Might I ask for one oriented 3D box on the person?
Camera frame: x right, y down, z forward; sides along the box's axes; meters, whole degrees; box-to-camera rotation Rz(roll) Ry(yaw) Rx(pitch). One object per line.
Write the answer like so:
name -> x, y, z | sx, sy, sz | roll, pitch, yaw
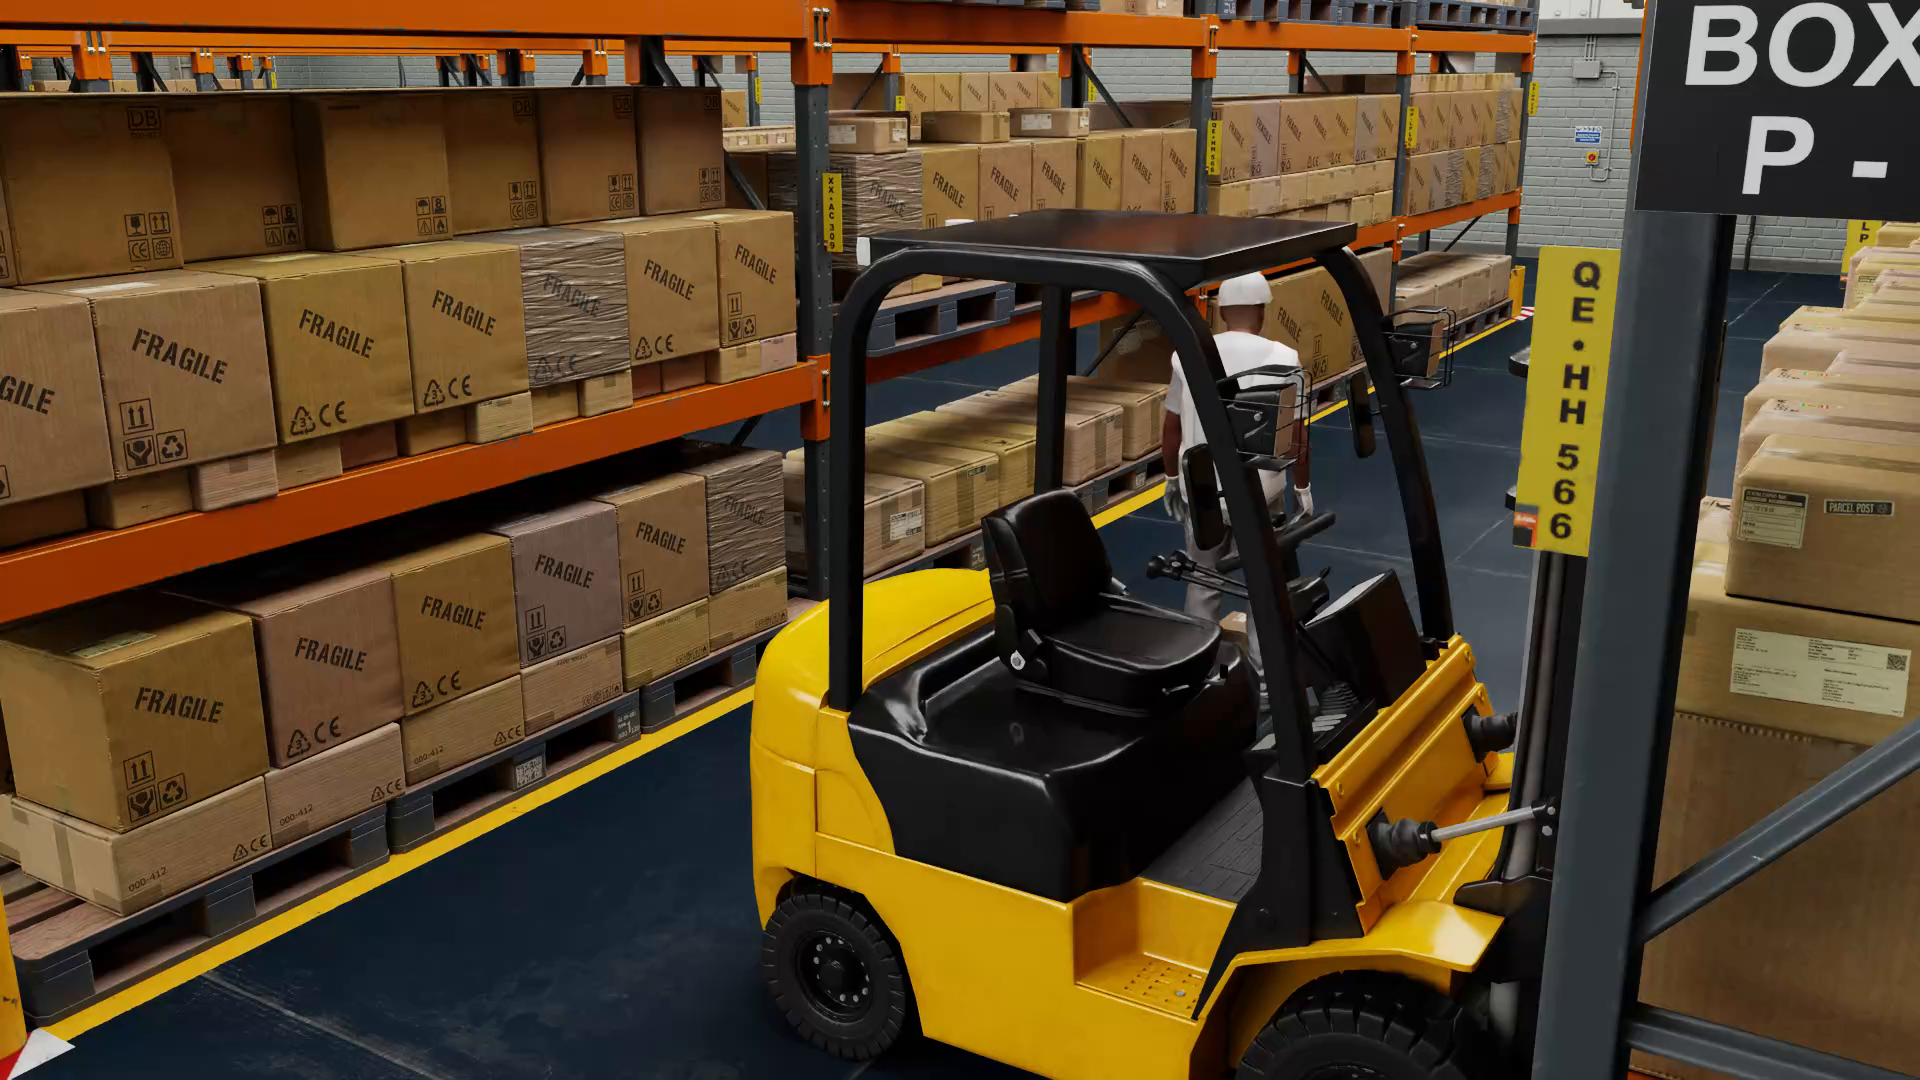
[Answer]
person -> 1.116, -0.200, 6.712 | 0.621, 1.773, 0.450 | 8, 18, 27
